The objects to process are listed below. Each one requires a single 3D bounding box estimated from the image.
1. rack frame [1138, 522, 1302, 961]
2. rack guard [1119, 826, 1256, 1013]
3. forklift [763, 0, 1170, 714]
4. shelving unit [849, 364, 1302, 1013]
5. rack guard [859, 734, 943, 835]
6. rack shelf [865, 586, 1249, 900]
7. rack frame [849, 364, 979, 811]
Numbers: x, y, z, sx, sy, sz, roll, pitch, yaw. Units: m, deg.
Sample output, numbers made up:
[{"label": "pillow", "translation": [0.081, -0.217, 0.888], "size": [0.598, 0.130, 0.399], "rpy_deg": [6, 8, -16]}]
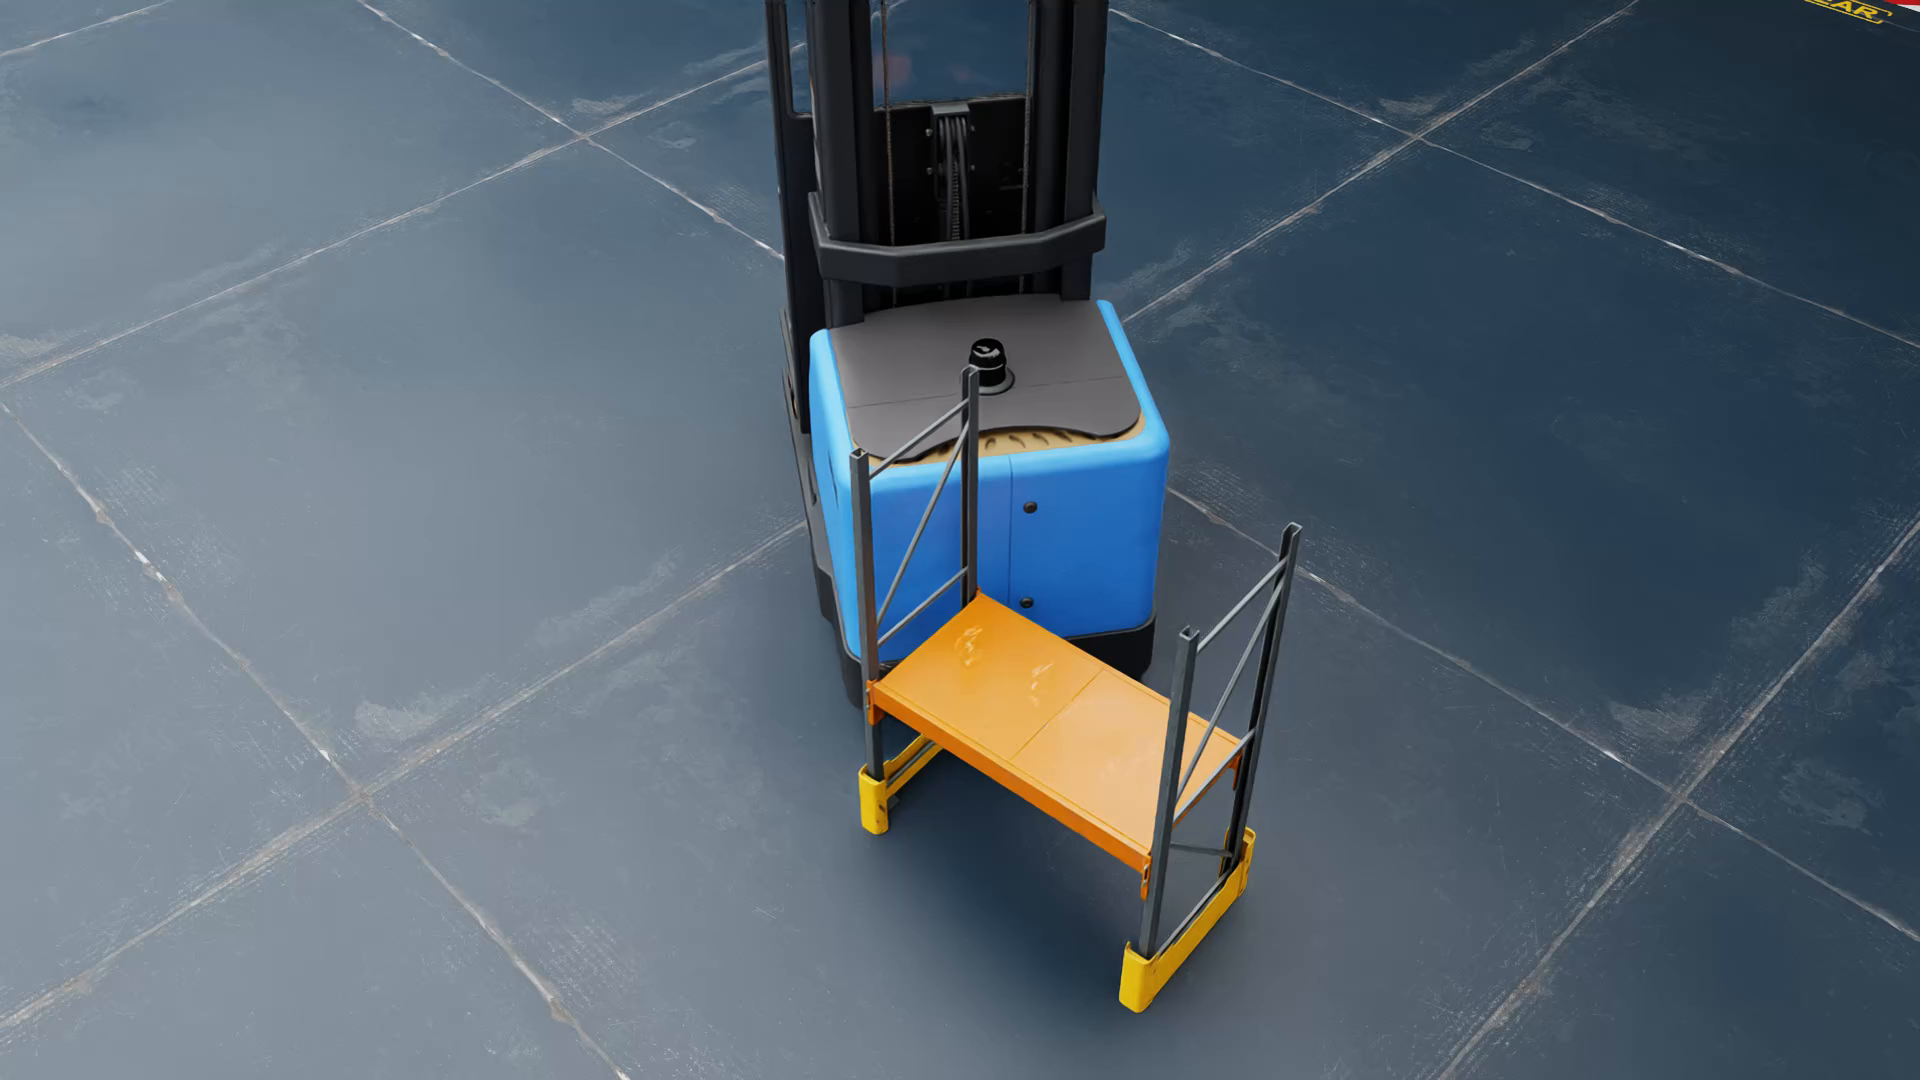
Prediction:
[{"label": "rack frame", "translation": [0.670, 0.643, 4.449], "size": [0.032, 1.500, 0.500], "rpy_deg": [29, 50, 28]}, {"label": "rack guard", "translation": [0.669, 1.101, 4.874], "size": [0.087, 0.250, 0.587], "rpy_deg": [29, 50, 28]}, {"label": "forklift", "translation": [-0.117, -1.508, 5.723], "size": [1.130, 2.935, 3.031], "rpy_deg": [-7, 43, -8]}, {"label": "shelving unit", "translation": [0.284, 0.428, 4.681], "size": [1.083, 1.500, 0.587], "rpy_deg": [29, 50, 28]}, {"label": "rack guard", "translation": [-0.102, 0.673, 5.337], "size": [0.087, 0.250, 0.587], "rpy_deg": [29, 50, 28]}, {"label": "rack shelf", "translation": [0.277, 0.557, 4.808], "size": [1.000, 0.185, 0.538], "rpy_deg": [29, 50, 28]}, {"label": "rack frame", "translation": [-0.117, 0.206, 4.922], "size": [0.032, 1.500, 0.500], "rpy_deg": [29, 50, 28]}]
